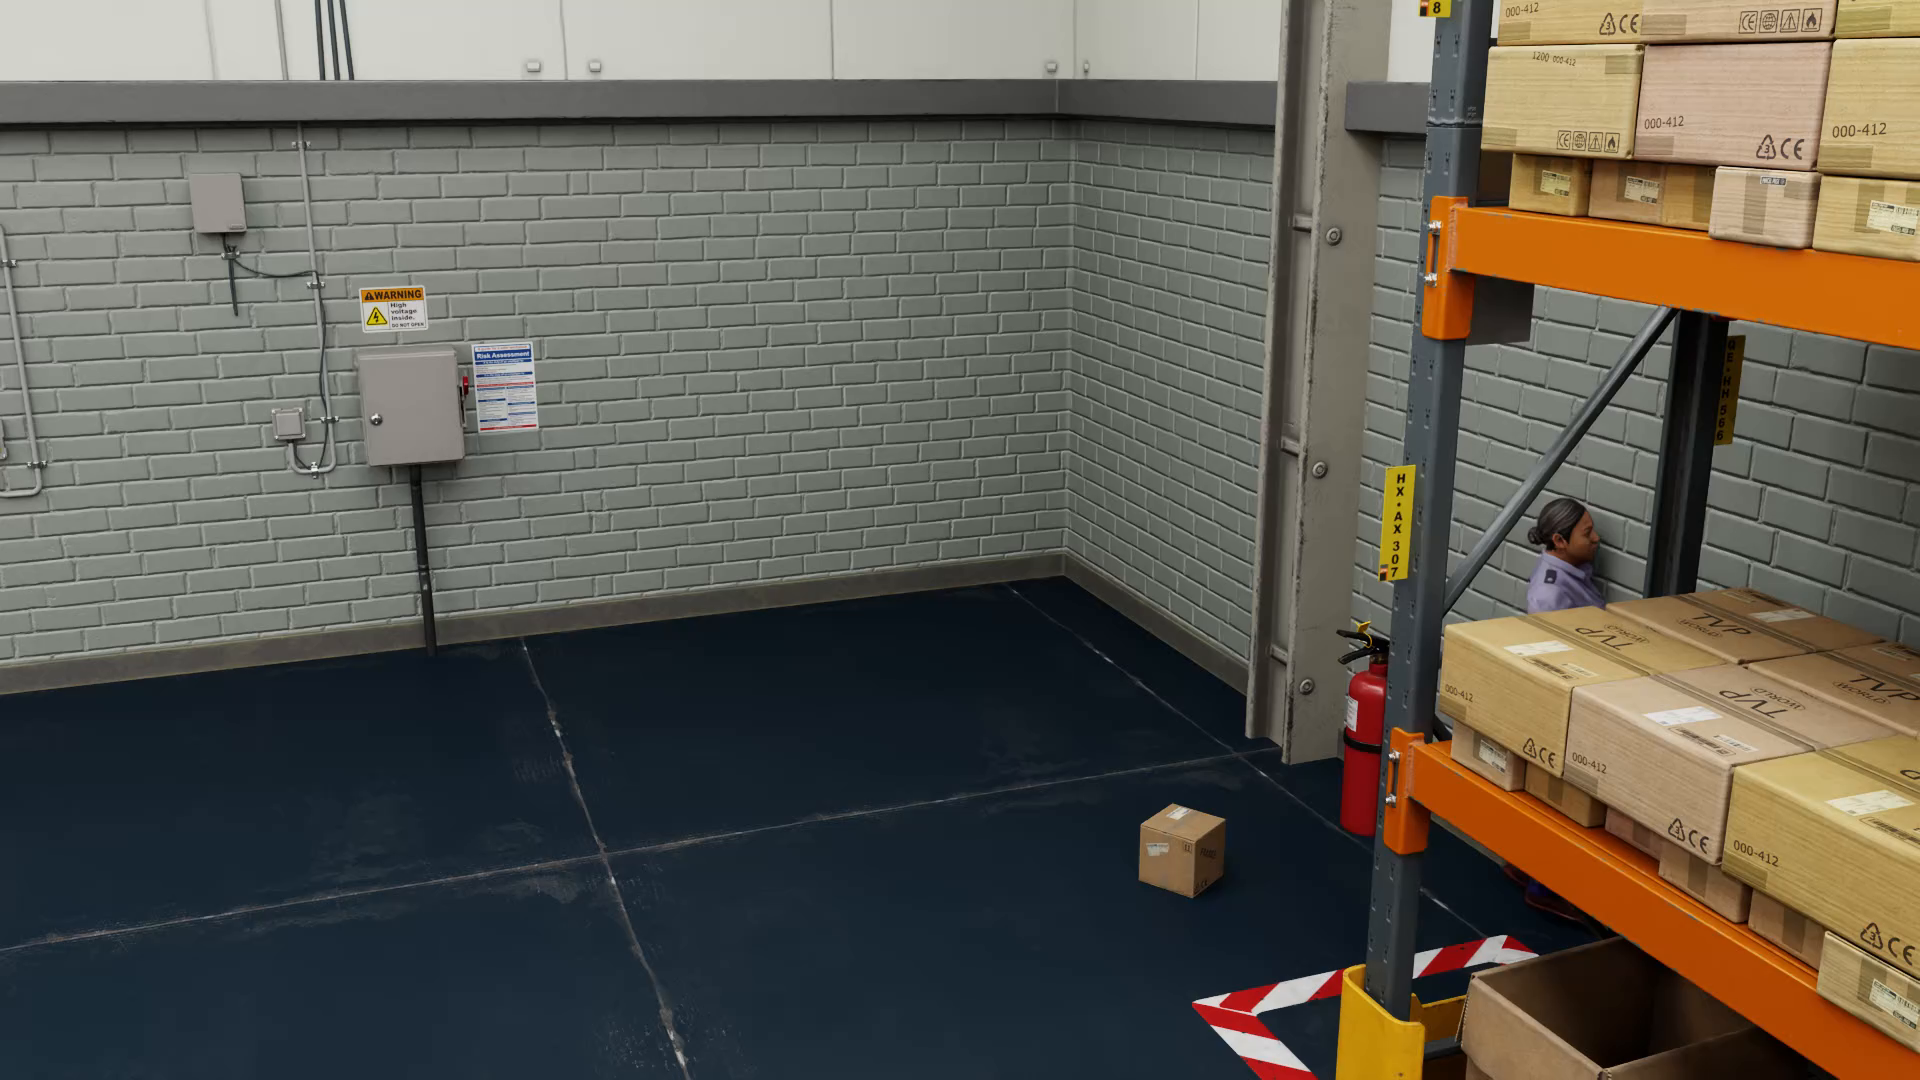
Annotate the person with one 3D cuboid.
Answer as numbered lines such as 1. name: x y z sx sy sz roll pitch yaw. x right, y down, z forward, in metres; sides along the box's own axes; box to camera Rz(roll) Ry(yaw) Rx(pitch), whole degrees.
1. person: 2.297 0.673 6.272 0.419 1.706 0.491 6 17 21
